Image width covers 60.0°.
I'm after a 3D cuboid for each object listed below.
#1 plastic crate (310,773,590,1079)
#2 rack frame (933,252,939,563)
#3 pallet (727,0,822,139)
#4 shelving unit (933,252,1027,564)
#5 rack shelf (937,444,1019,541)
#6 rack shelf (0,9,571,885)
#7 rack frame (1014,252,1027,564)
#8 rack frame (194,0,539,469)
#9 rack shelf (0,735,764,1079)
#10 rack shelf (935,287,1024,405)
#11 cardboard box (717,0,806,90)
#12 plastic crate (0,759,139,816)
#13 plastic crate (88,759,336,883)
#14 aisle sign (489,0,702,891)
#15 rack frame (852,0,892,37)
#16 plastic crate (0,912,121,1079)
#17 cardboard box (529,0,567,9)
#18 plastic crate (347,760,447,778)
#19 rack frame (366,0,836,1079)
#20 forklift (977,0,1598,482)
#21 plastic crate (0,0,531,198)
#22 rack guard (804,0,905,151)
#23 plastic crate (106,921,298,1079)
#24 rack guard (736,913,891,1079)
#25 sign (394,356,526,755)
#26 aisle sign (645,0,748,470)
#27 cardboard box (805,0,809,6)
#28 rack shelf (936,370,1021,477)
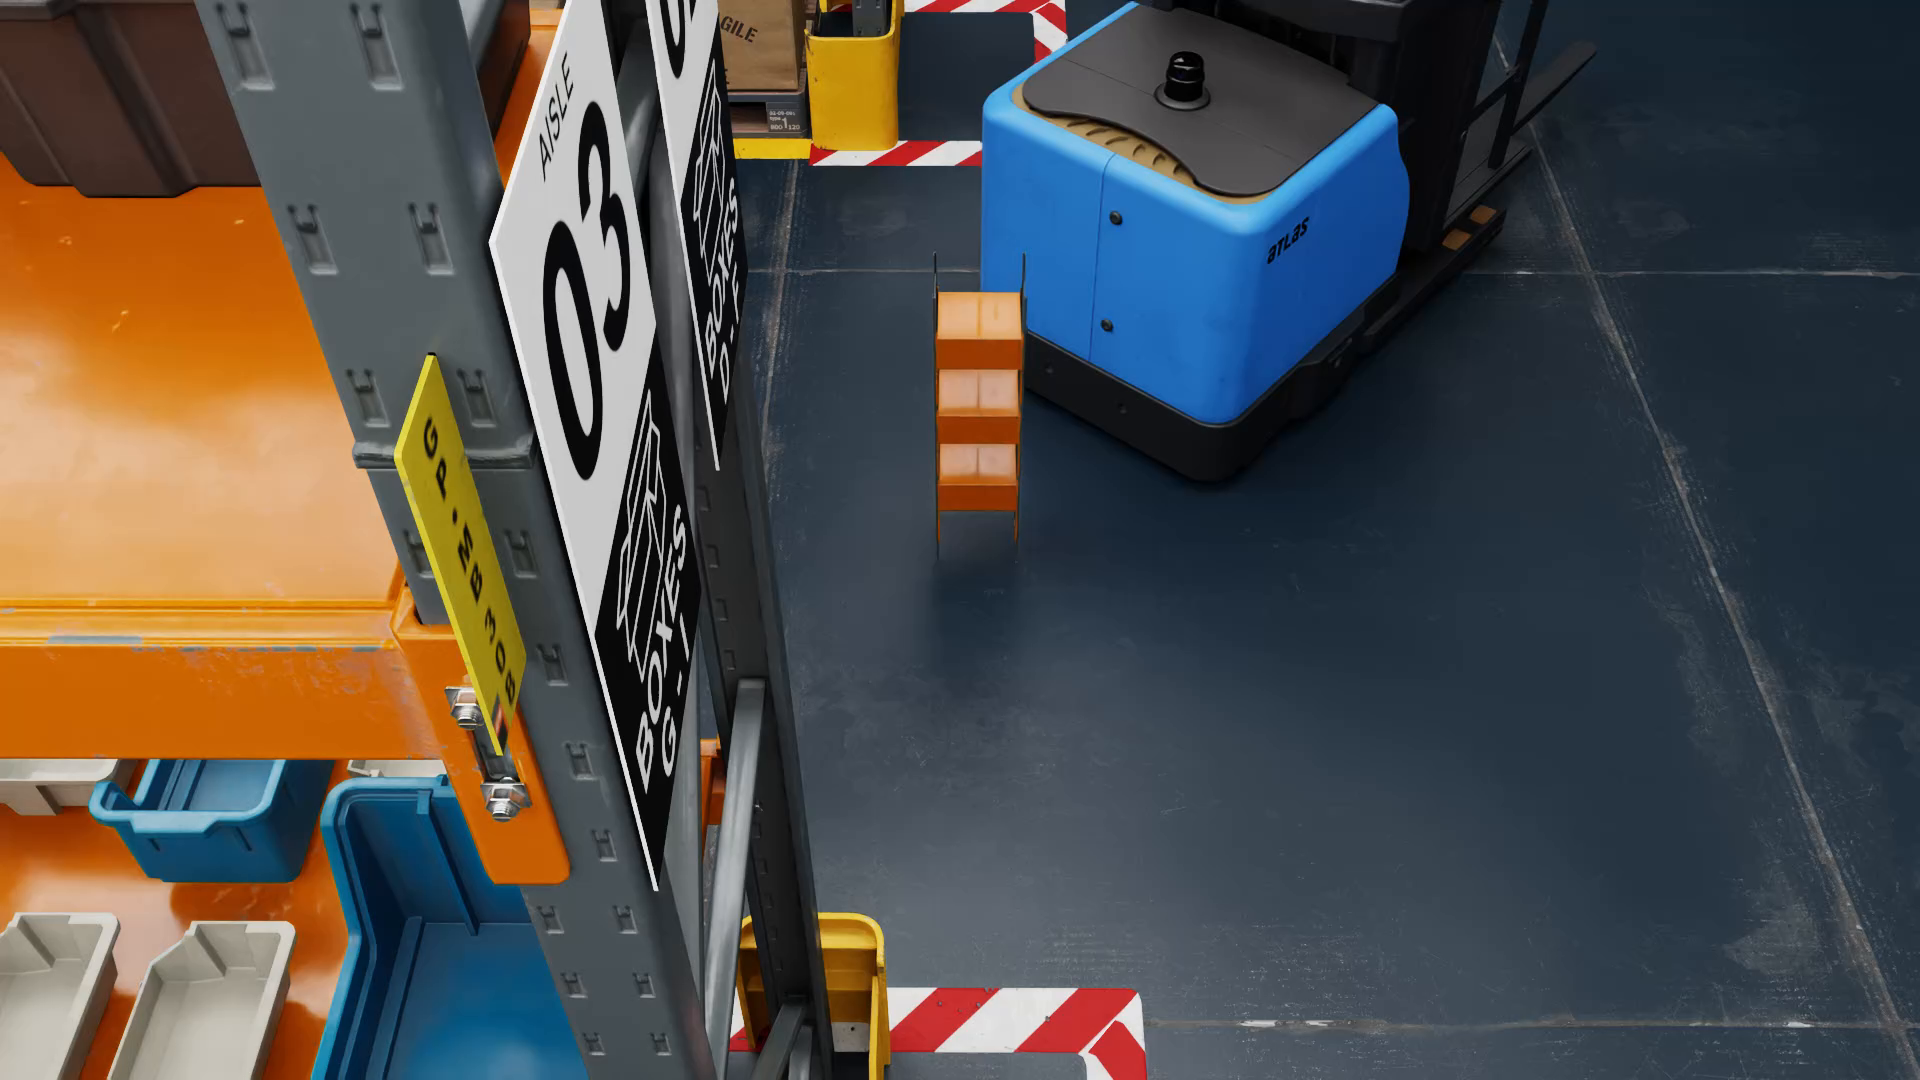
[{"bbox_3d":[-0.705,0.708,2.476,0.499,0.435,0.616,0,47,0],"label":"plastic crate"},{"bbox_3d":[-0.068,-0.358,4.866,0.008,1.050,0.200,0,47,0],"label":"rack frame"},{"bbox_3d":[-1.221,-2.072,7.035,1.213,0.211,1.003,0,47,0],"label":"pallet"},{"bbox_3d":[0.054,-0.358,4.866,0.252,1.050,0.215,0,47,0],"label":"shelving unit"},{"bbox_3d":[0.054,-0.161,5.077,0.240,0.259,0.215,0,47,0],"label":"rack shelf"},{"bbox_3d":[-2.370,-0.177,1.808,4.000,0.370,1.077,0,47,0],"label":"rack shelf"},{"bbox_3d":[0.176,-0.357,4.865,0.008,1.050,0.200,0,47,0],"label":"rack frame"},{"bbox_3d":[-0.370,-1.439,0.442,0.127,3.000,1.000,0,47,0],"label":"rack frame"},{"bbox_3d":[-2.370,0.845,2.906,4.000,0.370,1.077,0,47,0],"label":"rack shelf"},{"bbox_3d":[0.054,-0.544,4.666,0.240,0.259,0.215,0,47,0],"label":"rack shelf"},{"bbox_3d":[-0.892,-2.140,6.600,0.500,0.500,0.500,0,47,0],"label":"cardboard box"},{"bbox_3d":[-1.614,0.369,2.996,0.298,0.136,0.250,0,47,0],"label":"plastic crate"},{"bbox_3d":[-1.274,0.398,2.904,0.300,0.233,0.416,0,47,0],"label":"plastic crate"},{"bbox_3d":[-0.299,-0.066,1.486,0.004,0.787,0.394,0,47,0],"label":"aisle sign"},{"bbox_3d":[-0.348,-3.021,6.013,0.127,3.000,1.000,0,47,0],"label":"rack frame"},{"bbox_3d":[-1.476,0.793,2.602,0.243,0.136,0.396,0,47,0],"label":"plastic crate"},{"bbox_3d":[-1.842,-2.080,6.714,0.500,0.250,0.500,0,47,0],"label":"cardboard box"},{"bbox_3d":[-0.936,0.371,2.994,0.298,0.136,0.250,0,47,0],"label":"plastic crate"},{"bbox_3d":[-0.370,0.605,2.638,0.127,3.000,1.000,0,47,0],"label":"rack frame"},{"bbox_3d":[1.390,-2.197,5.292,1.130,2.935,3.031,32,55,26],"label":"forklift"},{"bbox_3d":[-0.754,-0.578,1.779,0.590,0.269,0.497,0,47,0],"label":"plastic crate"},{"bbox_3d":[-0.424,-2.169,6.928,0.348,0.500,1.175,0,47,0],"label":"rack guard"},{"bbox_3d":[-1.186,0.805,2.591,0.243,0.136,0.396,0,47,0],"label":"plastic crate"},{"bbox_3d":[-0.346,1.447,3.562,0.348,0.500,1.175,0,47,0],"label":"rack guard"},{"bbox_3d":[-0.356,0.021,1.203,0.005,0.325,0.100,0,47,0],"label":"sign"},{"bbox_3d":[-0.297,-0.498,1.888,0.004,0.787,0.394,0,47,0],"label":"aisle sign"},{"bbox_3d":[-0.765,-2.452,7.130,0.250,0.149,0.380,0,47,0],"label":"cardboard box"},{"bbox_3d":[0.054,-0.350,4.873,0.240,0.259,0.215,0,47,0],"label":"rack shelf"}]
